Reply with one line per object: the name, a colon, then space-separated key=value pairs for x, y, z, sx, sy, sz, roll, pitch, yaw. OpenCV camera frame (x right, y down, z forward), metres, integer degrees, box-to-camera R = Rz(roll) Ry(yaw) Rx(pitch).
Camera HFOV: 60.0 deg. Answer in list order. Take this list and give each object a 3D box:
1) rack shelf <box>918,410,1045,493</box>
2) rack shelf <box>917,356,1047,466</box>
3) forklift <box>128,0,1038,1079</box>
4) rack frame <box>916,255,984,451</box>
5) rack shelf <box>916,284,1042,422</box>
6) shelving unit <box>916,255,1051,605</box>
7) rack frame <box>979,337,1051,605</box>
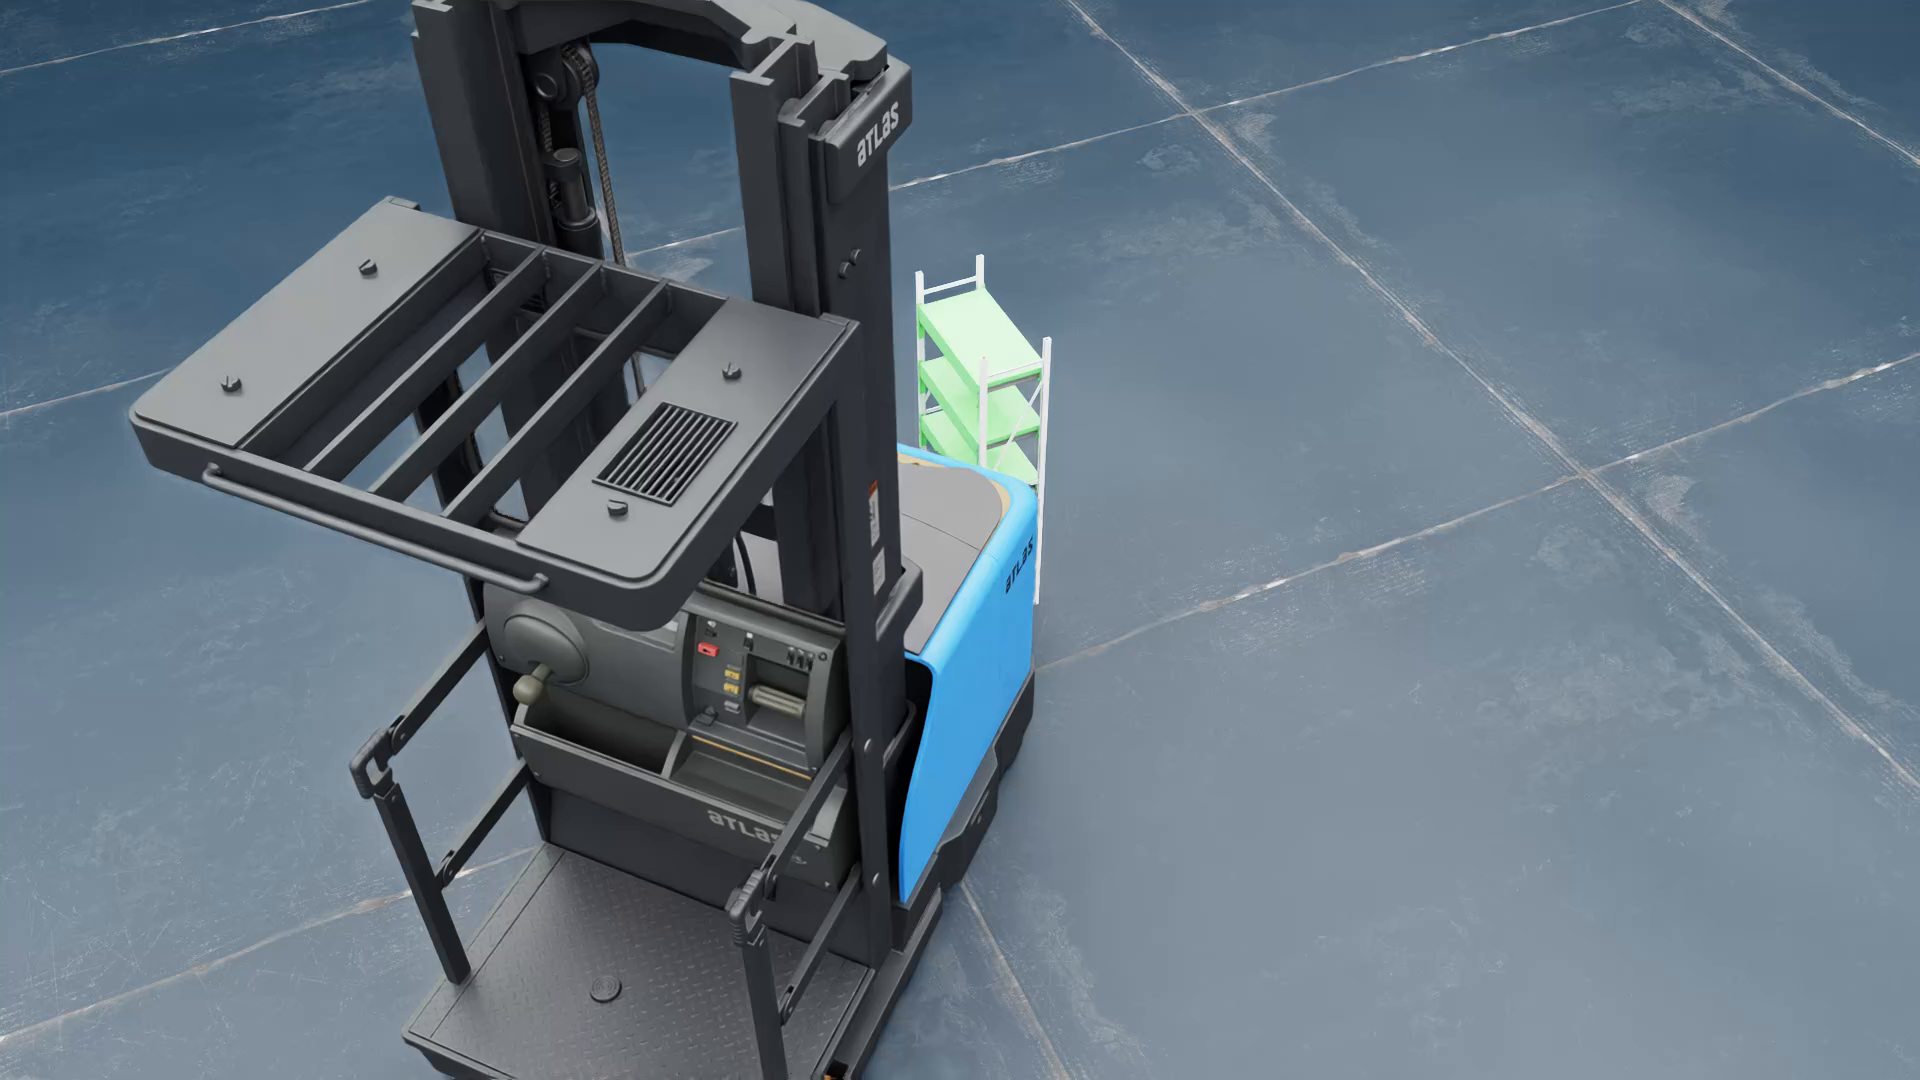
rack shelf: x=0.070 y=-0.276 z=5.767 sx=0.258 sy=0.148 sz=0.480 roll=-18 pitch=47 yaw=-17
rack shelf: x=0.070 y=-0.447 z=5.598 sx=0.258 sy=0.148 sz=0.480 roll=-18 pitch=47 yaw=-17
forklift: x=-0.806 y=0.367 z=3.791 sx=1.130 sy=2.935 sz=3.031 roll=17 pitch=47 yaw=16
rack frame: x=-0.033 y=-0.477 z=5.879 sx=0.240 sy=1.200 sz=0.015 roll=-18 pitch=47 yaw=-17
rack shelf: x=0.070 y=-0.618 z=5.429 sx=0.258 sy=0.148 sz=0.480 roll=-18 pitch=47 yaw=-17
shelving unit: x=0.070 y=-0.322 z=5.722 sx=0.258 sy=1.200 sz=0.503 roll=-18 pitch=47 yaw=-17
rack frame: x=0.172 y=-0.166 z=5.564 sx=0.240 sy=1.200 sz=0.015 roll=-18 pitch=47 yaw=-17
